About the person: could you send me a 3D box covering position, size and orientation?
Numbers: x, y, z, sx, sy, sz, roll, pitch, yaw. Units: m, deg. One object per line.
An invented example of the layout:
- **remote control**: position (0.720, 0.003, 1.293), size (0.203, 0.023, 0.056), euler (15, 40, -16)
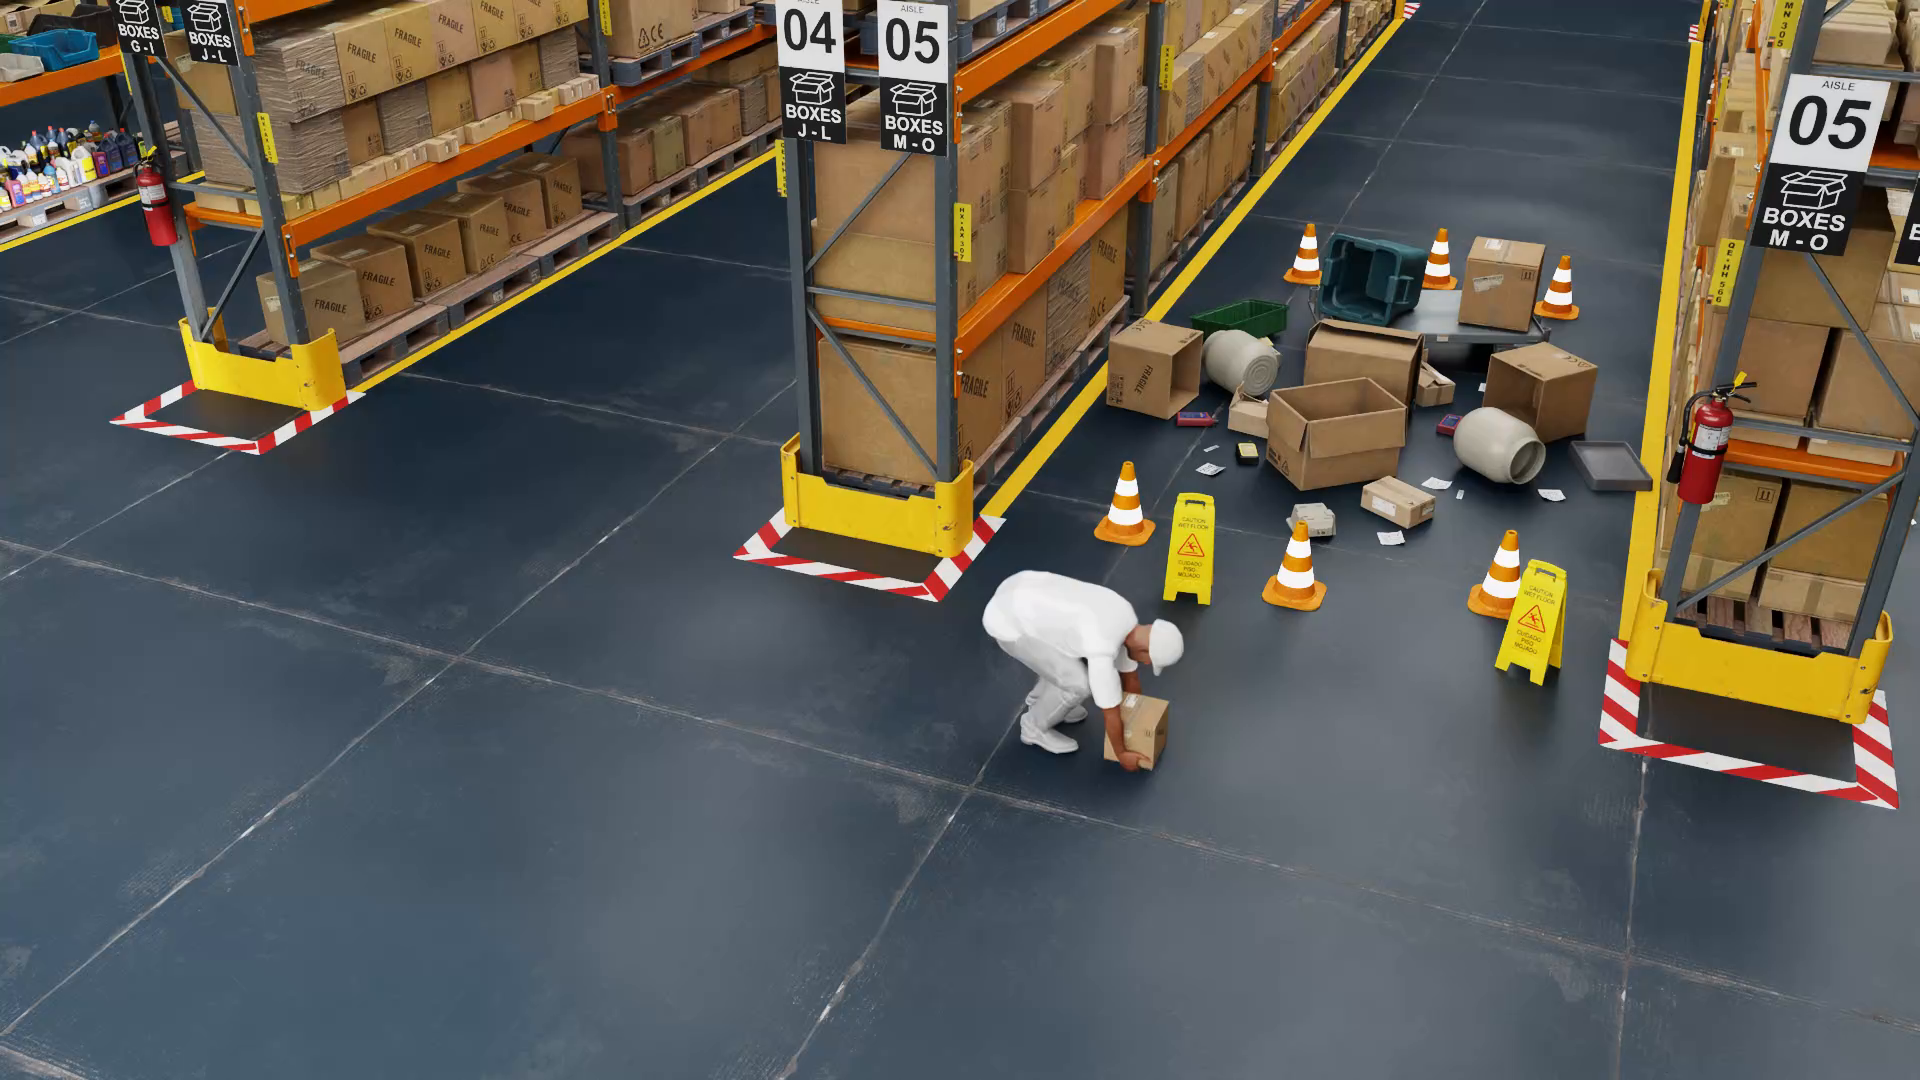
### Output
- **person**: position (0.432, 0.189, 8.042), size (0.458, 1.765, 0.575), euler (11, 31, 18)
